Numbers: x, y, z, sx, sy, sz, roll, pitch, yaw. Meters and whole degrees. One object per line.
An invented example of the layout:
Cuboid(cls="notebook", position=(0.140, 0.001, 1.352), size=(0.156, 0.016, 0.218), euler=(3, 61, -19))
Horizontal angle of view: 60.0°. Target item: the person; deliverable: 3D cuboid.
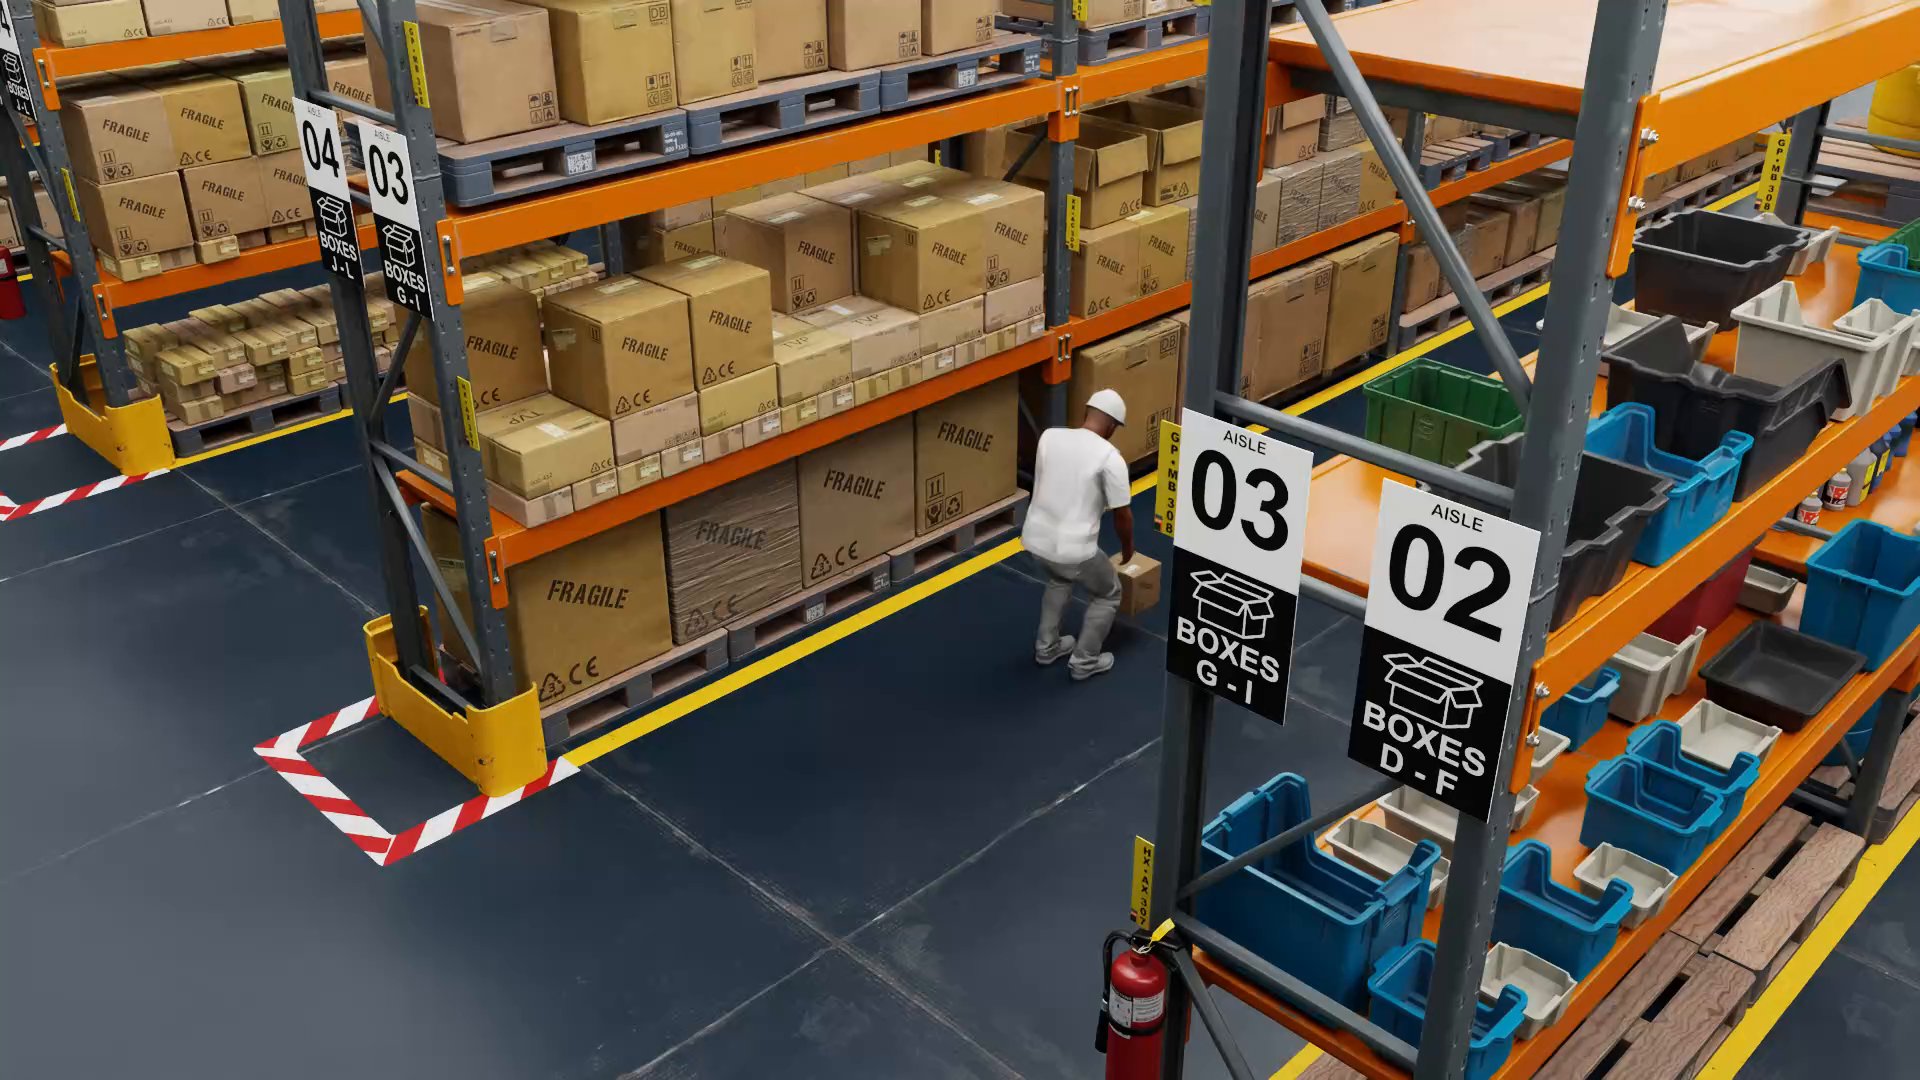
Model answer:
Cuboid(cls="person", position=(0.622, -0.027, 8.889), size=(0.666, 1.543, 0.622), euler=(-25, 36, -39))
